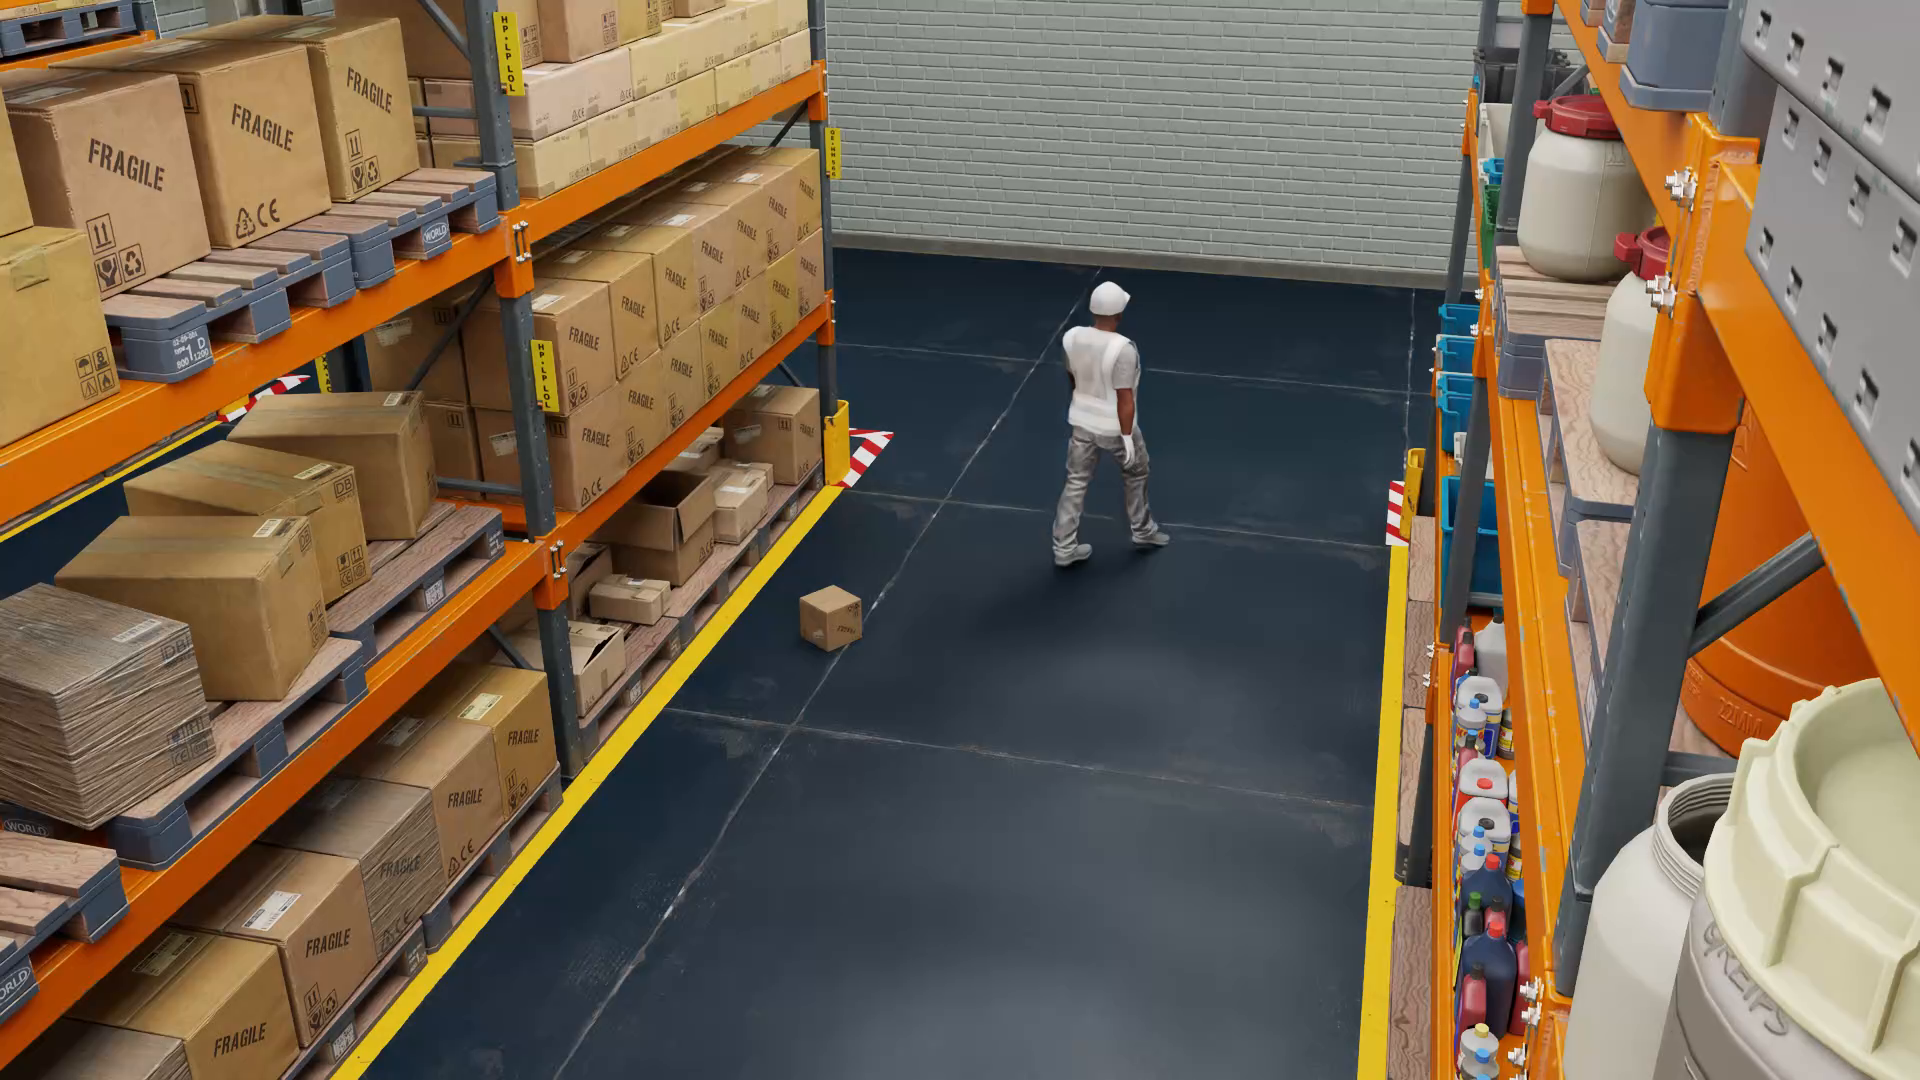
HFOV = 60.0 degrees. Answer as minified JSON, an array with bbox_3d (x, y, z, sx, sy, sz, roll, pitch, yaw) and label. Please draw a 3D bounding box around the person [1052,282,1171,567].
[{"bbox_3d":[0.931,-0.721,10.114,0.608,1.788,0.853,19,31,35],"label":"person"}]
